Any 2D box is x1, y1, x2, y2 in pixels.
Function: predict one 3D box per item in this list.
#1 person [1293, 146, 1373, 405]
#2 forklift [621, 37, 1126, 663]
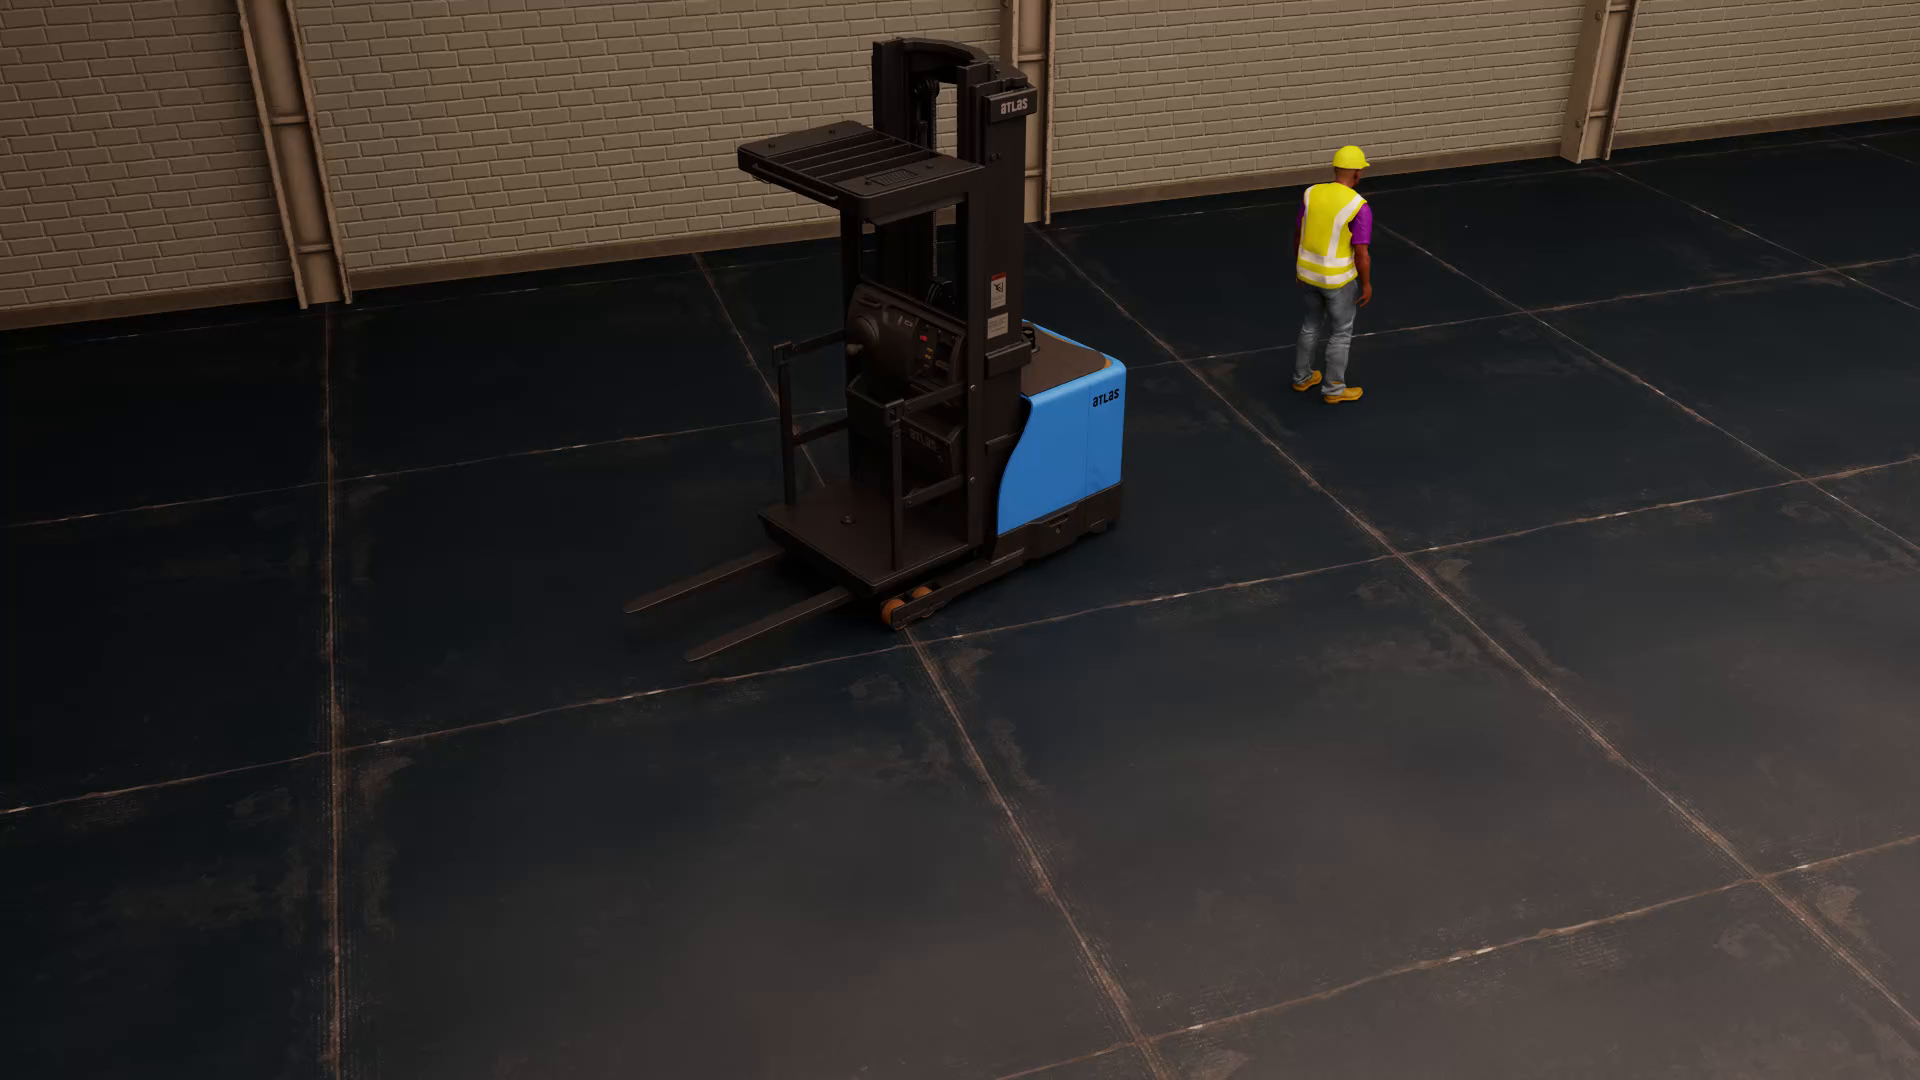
[{"bbox_3d":[2.565,-1.828,11.442,0.463,1.760,0.633,-22,37,-33],"label":"person"},{"bbox_3d":[-0.461,-1.072,8.951,3.031,2.935,1.130,-23,37,-34],"label":"forklift"}]
